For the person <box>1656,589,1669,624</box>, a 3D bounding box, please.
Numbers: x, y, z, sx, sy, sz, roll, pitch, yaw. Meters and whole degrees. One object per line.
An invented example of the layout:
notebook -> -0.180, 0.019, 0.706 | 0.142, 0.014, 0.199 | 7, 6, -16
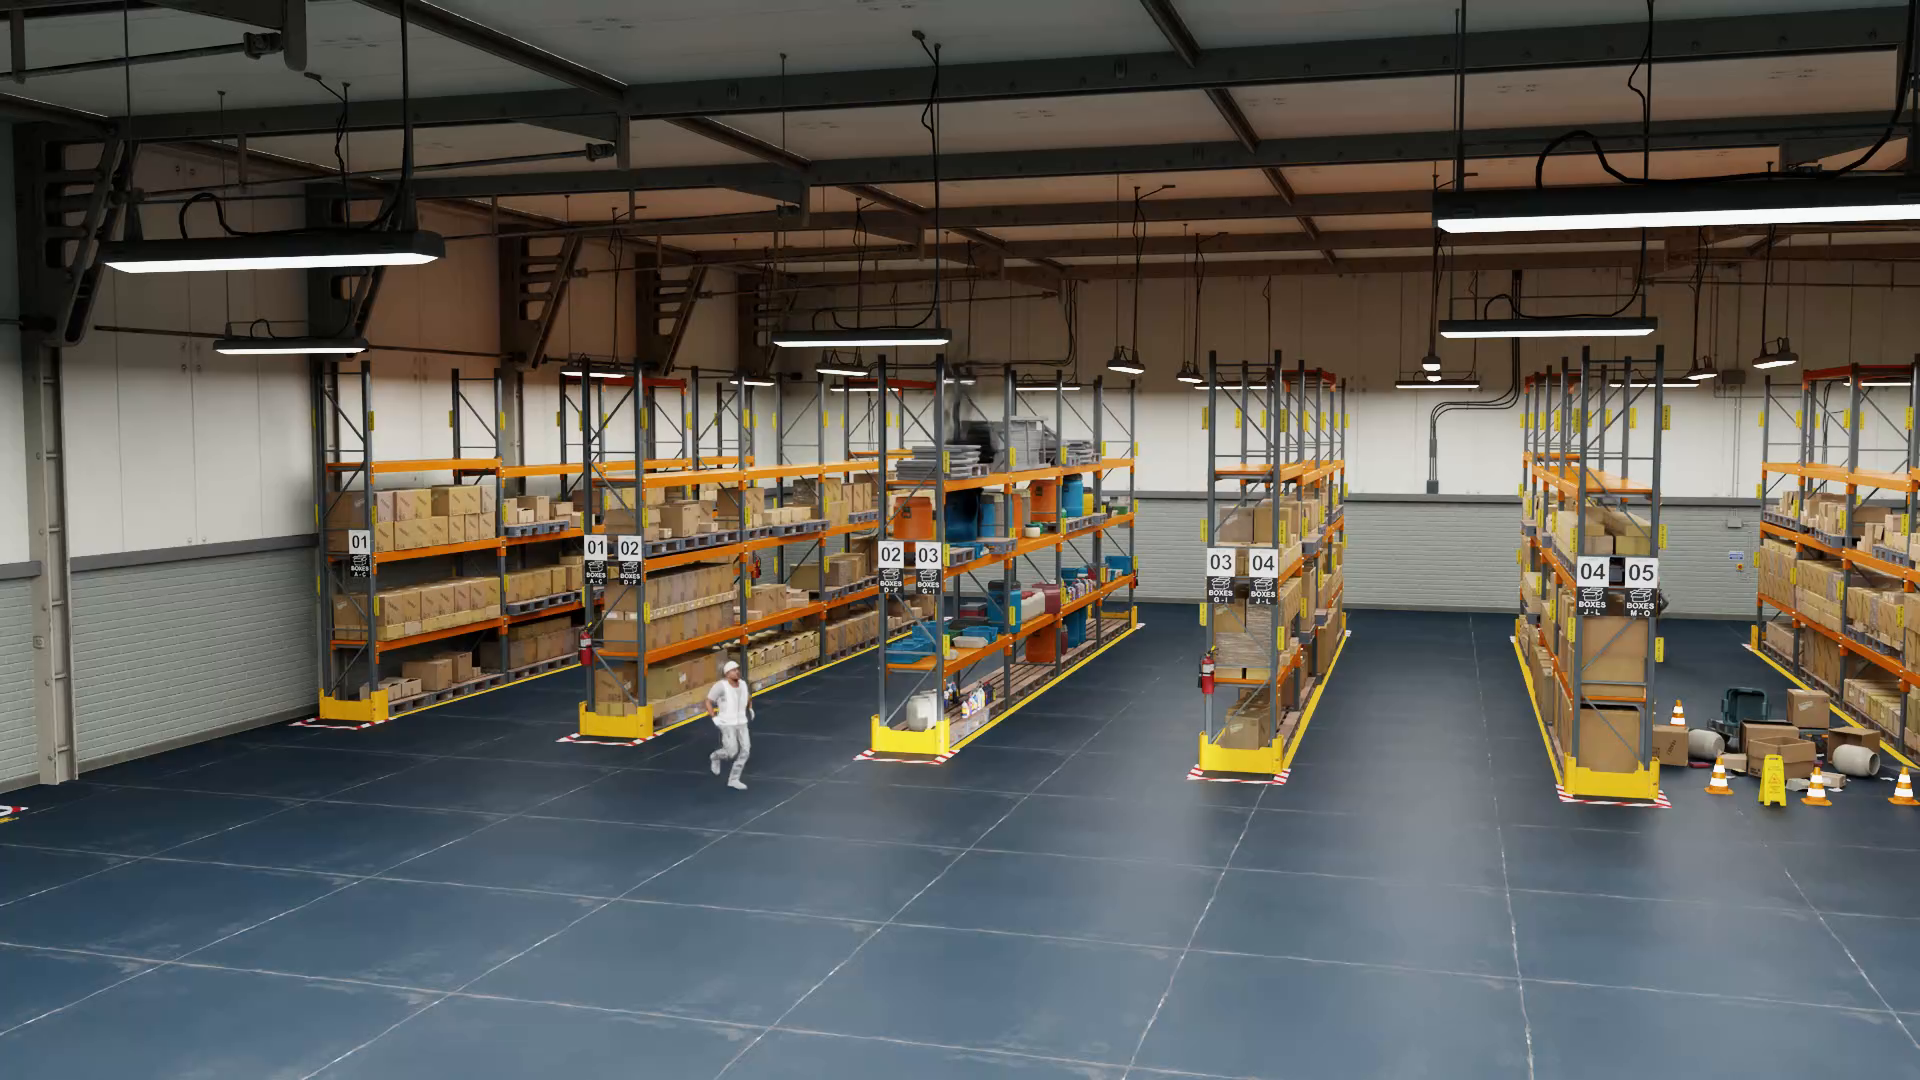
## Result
person -> 14.608, 1.648, 35.217 | 0.662, 1.718, 0.868 | 0, 4, -1

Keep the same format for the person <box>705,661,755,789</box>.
person -> -3.132, 2.519, 22.755 | 0.723, 1.739, 0.596 | -4, 6, -42
